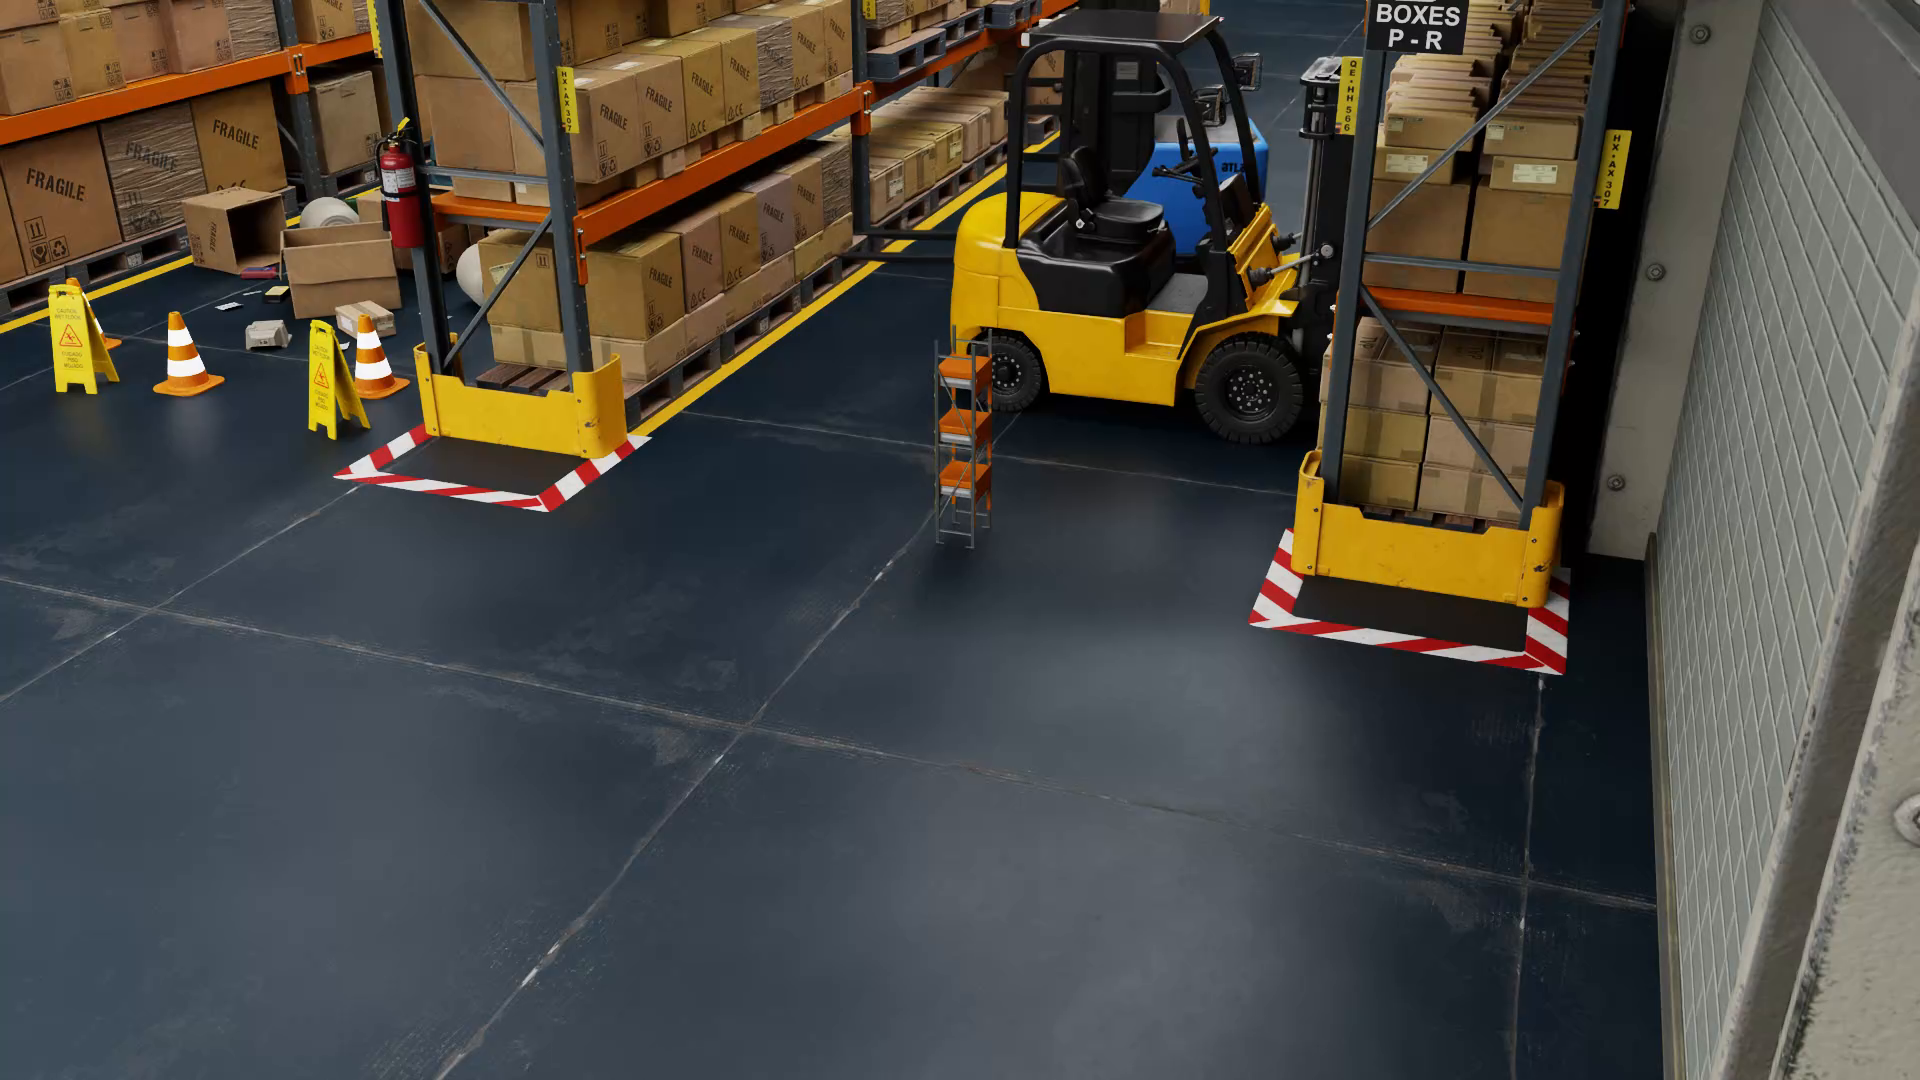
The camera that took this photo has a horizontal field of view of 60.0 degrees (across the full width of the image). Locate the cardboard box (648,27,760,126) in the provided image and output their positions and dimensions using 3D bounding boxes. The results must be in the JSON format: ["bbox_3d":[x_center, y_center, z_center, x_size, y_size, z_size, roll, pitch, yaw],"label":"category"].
[{"bbox_3d":[-1.579,-2.880,10.300,0.500,0.500,0.500,8,27,16],"label":"cardboard box"}]

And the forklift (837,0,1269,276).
[{"bbox_3d":[0.636,-3.288,11.678,3.031,2.935,1.130,1,26,1],"label":"forklift"}]

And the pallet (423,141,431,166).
[{"bbox_3d":[-5.278,-3.809,15.876,1.003,0.211,1.213,9,27,17],"label":"pallet"}]

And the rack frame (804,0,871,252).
[{"bbox_3d":[-1.166,-3.557,12.155,1.000,3.000,0.127,9,27,17],"label":"rack frame"}]

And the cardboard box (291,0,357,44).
[{"bbox_3d":[-5.439,-4.456,13.896,0.500,0.500,0.500,9,27,18],"label":"cardboard box"}]

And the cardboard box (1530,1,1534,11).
[{"bbox_3d":[4.447,-3.794,12.242,0.500,0.250,0.500,8,27,16],"label":"cardboard box"}]

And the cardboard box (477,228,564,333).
[{"bbox_3d":[-2.477,-1.569,9.862,0.500,0.500,0.500,9,27,18],"label":"cardboard box"}]

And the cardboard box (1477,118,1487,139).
[{"bbox_3d":[2.452,-1.903,8.623,0.500,0.500,0.500,8,27,16],"label":"cardboard box"}]

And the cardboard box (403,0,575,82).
[{"bbox_3d":[-2.533,-2.784,8.954,0.700,0.500,0.500,8,27,16],"label":"cardboard box"}]

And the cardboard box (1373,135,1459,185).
[{"bbox_3d":[2.036,-1.715,7.491,0.380,0.149,0.250,9,27,18],"label":"cardboard box"}]

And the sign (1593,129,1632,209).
[{"bbox_3d":[2.706,-1.537,6.899,0.100,0.325,0.005,9,27,17],"label":"sign"}]

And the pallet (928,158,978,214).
[{"bbox_3d":[-0.504,-3.125,14.463,1.003,0.211,1.213,9,27,17],"label":"pallet"}]

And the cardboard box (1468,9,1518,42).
[{"bbox_3d":[3.145,-3.099,10.007,0.380,0.149,0.250,9,27,18],"label":"cardboard box"}]

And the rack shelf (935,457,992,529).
[{"bbox_3d":[0.018,-0.235,8.192,0.215,0.259,0.240,9,27,17],"label":"rack shelf"}]

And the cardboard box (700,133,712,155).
[{"bbox_3d":[-1.740,-2.439,10.134,0.380,0.149,0.250,10,27,19],"label":"cardboard box"}]

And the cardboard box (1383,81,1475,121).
[{"bbox_3d":[2.220,-2.061,7.864,0.380,0.149,0.250,9,27,19],"label":"cardboard box"}]

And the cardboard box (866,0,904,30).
[{"bbox_3d":[-0.740,-4.076,12.289,0.500,0.500,0.500,9,27,19],"label":"cardboard box"}]

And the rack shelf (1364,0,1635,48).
[{"bbox_3d":[2.850,-3.043,8.477,1.077,0.370,4.000,9,27,17],"label":"rack shelf"}]

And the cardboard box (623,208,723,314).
[{"bbox_3d":[-1.791,-1.719,10.171,0.500,0.500,0.500,8,27,16],"label":"cardboard box"}]

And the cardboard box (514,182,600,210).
[{"bbox_3d":[-2.189,-1.910,9.041,0.380,0.149,0.250,9,27,18],"label":"cardboard box"}]

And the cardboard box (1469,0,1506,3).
[{"bbox_3d":[3.583,-3.677,11.544,0.380,0.149,0.250,8,27,16],"label":"cardboard box"}]

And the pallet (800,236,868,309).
[{"bbox_3d":[-1.356,-2.021,12.182,1.003,0.211,1.213,9,27,17],"label":"pallet"}]

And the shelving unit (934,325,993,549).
[{"bbox_3d":[0.018,-0.495,8.067,0.215,1.050,0.252,9,27,17],"label":"shelving unit"}]

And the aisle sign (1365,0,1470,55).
[{"bbox_3d":[1.886,-2.381,6.742,0.394,0.787,0.004,9,27,17],"label":"aisle sign"}]

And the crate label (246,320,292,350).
[{"bbox_3d":[-4.527,-1.342,10.865,0.250,0.136,0.298,-5,26,-9],"label":"crate label"}]

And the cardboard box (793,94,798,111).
[{"bbox_3d":[-1.319,-2.968,11.227,0.380,0.149,0.250,8,27,17],"label":"cardboard box"}]

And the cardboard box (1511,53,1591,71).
[{"bbox_3d":[3.040,-2.404,8.574,0.380,0.149,0.250,9,27,18],"label":"cardboard box"}]

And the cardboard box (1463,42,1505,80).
[{"bbox_3d":[2.710,-2.576,8.928,0.380,0.149,0.250,9,27,18],"label":"cardboard box"}]

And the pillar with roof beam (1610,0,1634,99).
[{"bbox_3d":[3.200,-9.606,17.764,9.100,9.000,0.400,9,27,17],"label":"pillar with roof beam"}]

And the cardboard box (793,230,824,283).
[{"bbox_3d":[-1.277,-2.006,11.625,0.500,0.250,0.500,8,27,16],"label":"cardboard box"}]

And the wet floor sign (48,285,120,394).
[{"bbox_3d":[-5.341,-1.231,10.052,0.267,0.644,0.232,4,26,8],"label":"wet floor sign"}]

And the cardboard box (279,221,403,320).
[{"bbox_3d":[-4.300,-1.879,11.553,0.797,0.503,0.637,-9,27,-18],"label":"cardboard box"}]

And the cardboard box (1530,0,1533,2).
[{"bbox_3d":[4.301,-4.288,13.262,0.500,0.250,0.500,10,27,19],"label":"cardboard box"}]

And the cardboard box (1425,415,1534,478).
[{"bbox_3d":[2.537,-0.535,8.012,0.500,0.250,0.500,9,27,18],"label":"cardboard box"}]

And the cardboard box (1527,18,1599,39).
[{"bbox_3d":[3.497,-2.927,9.653,0.380,0.149,0.250,8,27,17],"label":"cardboard box"}]

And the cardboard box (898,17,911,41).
[{"bbox_3d":[-0.593,-3.916,12.702,0.380,0.149,0.250,9,27,18],"label":"cardboard box"}]

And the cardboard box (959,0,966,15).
[{"bbox_3d":[-0.163,-4.460,13.826,0.380,0.149,0.250,8,27,16],"label":"cardboard box"}]

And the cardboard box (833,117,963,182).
[{"bbox_3d":[-0.528,-3.361,14.284,0.950,0.372,0.625,10,27,19],"label":"cardboard box"}]

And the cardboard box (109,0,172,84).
[{"bbox_3d":[-6.432,-3.714,12.306,0.875,0.550,0.550,9,27,17],"label":"cardboard box"}]

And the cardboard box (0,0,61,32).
[{"bbox_3d":[-6.628,-3.740,11.121,0.875,0.550,0.550,9,27,17],"label":"cardboard box"}]

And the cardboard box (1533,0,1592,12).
[{"bbox_3d":[4.123,-3.602,11.389,0.380,0.149,0.250,8,27,17],"label":"cardboard box"}]

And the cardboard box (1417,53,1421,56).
[{"bbox_3d":[2.776,-2.667,9.457,0.380,0.149,0.250,8,27,17],"label":"cardboard box"}]

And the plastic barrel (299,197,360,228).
[{"bbox_3d":[-4.799,-2.385,12.691,0.421,0.421,0.512,-14,29,-27],"label":"plastic barrel"}]

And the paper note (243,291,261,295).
[{"bbox_3d":[-5.058,-1.766,11.885,0.123,0.001,0.032,-20,33,-36],"label":"paper note"}]

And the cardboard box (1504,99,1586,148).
[{"bbox_3d":[2.645,-1.873,7.476,0.380,0.149,0.250,10,27,19],"label":"cardboard box"}]

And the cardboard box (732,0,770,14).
[{"bbox_3d":[-1.708,-3.830,11.115,0.700,0.500,0.500,9,27,18],"label":"cardboard box"}]

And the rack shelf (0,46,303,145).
[{"bbox_3d":[-6.533,-3.088,12.011,1.077,0.370,4.000,9,27,17],"label":"rack shelf"}]
